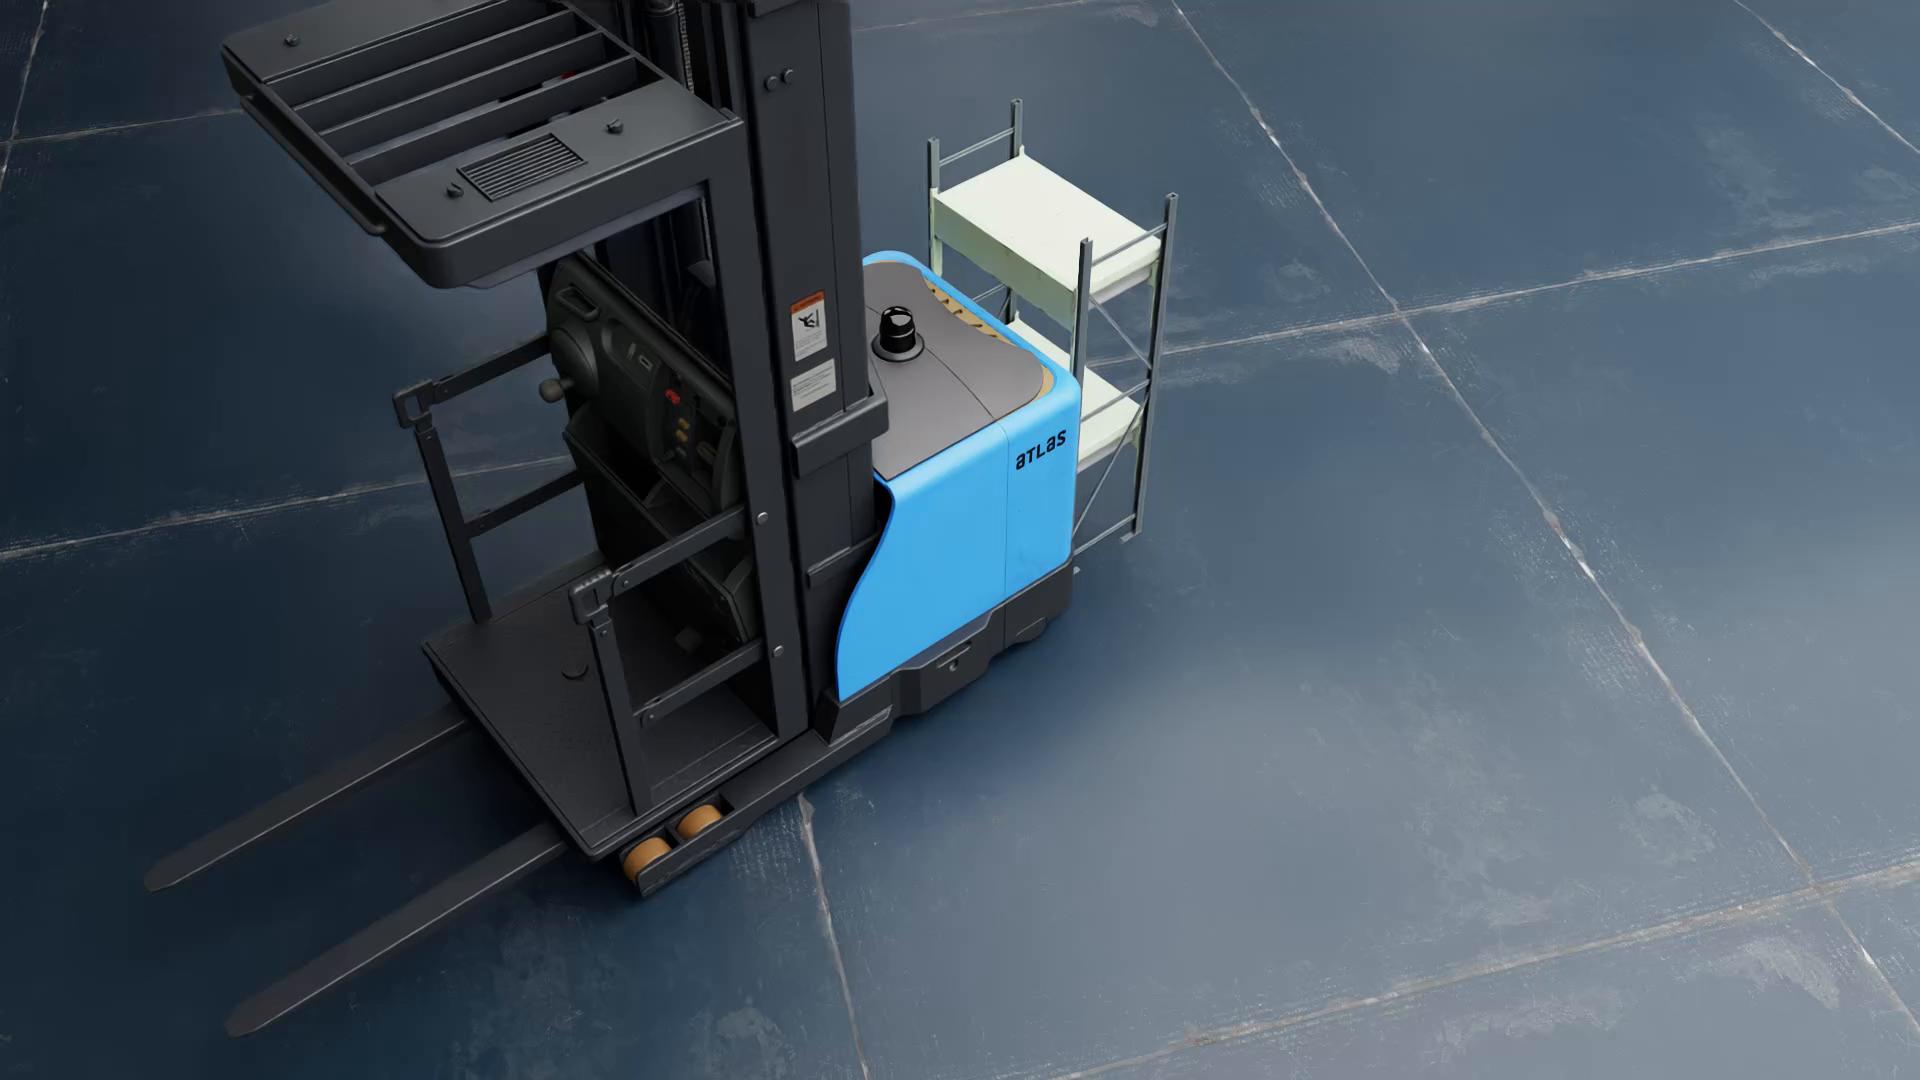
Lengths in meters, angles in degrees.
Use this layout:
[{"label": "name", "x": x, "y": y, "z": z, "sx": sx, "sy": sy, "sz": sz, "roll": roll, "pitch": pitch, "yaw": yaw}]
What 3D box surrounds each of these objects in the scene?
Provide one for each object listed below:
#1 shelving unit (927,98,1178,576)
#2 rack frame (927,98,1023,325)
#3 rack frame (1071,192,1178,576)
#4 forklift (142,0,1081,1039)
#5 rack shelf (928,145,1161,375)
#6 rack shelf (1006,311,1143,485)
[{"label": "shelving unit", "x": 0.287, "y": -0.668, "z": 5.855, "sx": 0.431, "sy": 1.500, "sz": 0.755, "roll": -31, "pitch": 53, "yaw": -27}, {"label": "rack frame", "x": 0.051, "y": -0.868, "z": 6.050, "sx": 0.400, "sy": 1.500, "sz": 0.023, "roll": -31, "pitch": 53, "yaw": -27}, {"label": "rack frame", "x": 0.524, "y": -0.468, "z": 5.659, "sx": 0.400, "sy": 1.500, "sz": 0.023, "roll": -31, "pitch": 53, "yaw": -27}, {"label": "forklift", "x": -1.058, "y": -0.365, "z": 4.556, "sx": 3.031, "sy": 2.935, "sz": 1.130, "roll": -31, "pitch": 53, "yaw": -27}, {"label": "rack shelf", "x": 0.287, "y": -0.941, "z": 5.576, "sx": 0.431, "sy": 0.370, "sz": 0.720, "roll": -31, "pitch": 53, "yaw": -27}, {"label": "rack shelf", "x": 0.287, "y": -0.440, "z": 6.087, "sx": 0.431, "sy": 0.370, "sz": 0.720, "roll": -31, "pitch": 53, "yaw": -27}]
